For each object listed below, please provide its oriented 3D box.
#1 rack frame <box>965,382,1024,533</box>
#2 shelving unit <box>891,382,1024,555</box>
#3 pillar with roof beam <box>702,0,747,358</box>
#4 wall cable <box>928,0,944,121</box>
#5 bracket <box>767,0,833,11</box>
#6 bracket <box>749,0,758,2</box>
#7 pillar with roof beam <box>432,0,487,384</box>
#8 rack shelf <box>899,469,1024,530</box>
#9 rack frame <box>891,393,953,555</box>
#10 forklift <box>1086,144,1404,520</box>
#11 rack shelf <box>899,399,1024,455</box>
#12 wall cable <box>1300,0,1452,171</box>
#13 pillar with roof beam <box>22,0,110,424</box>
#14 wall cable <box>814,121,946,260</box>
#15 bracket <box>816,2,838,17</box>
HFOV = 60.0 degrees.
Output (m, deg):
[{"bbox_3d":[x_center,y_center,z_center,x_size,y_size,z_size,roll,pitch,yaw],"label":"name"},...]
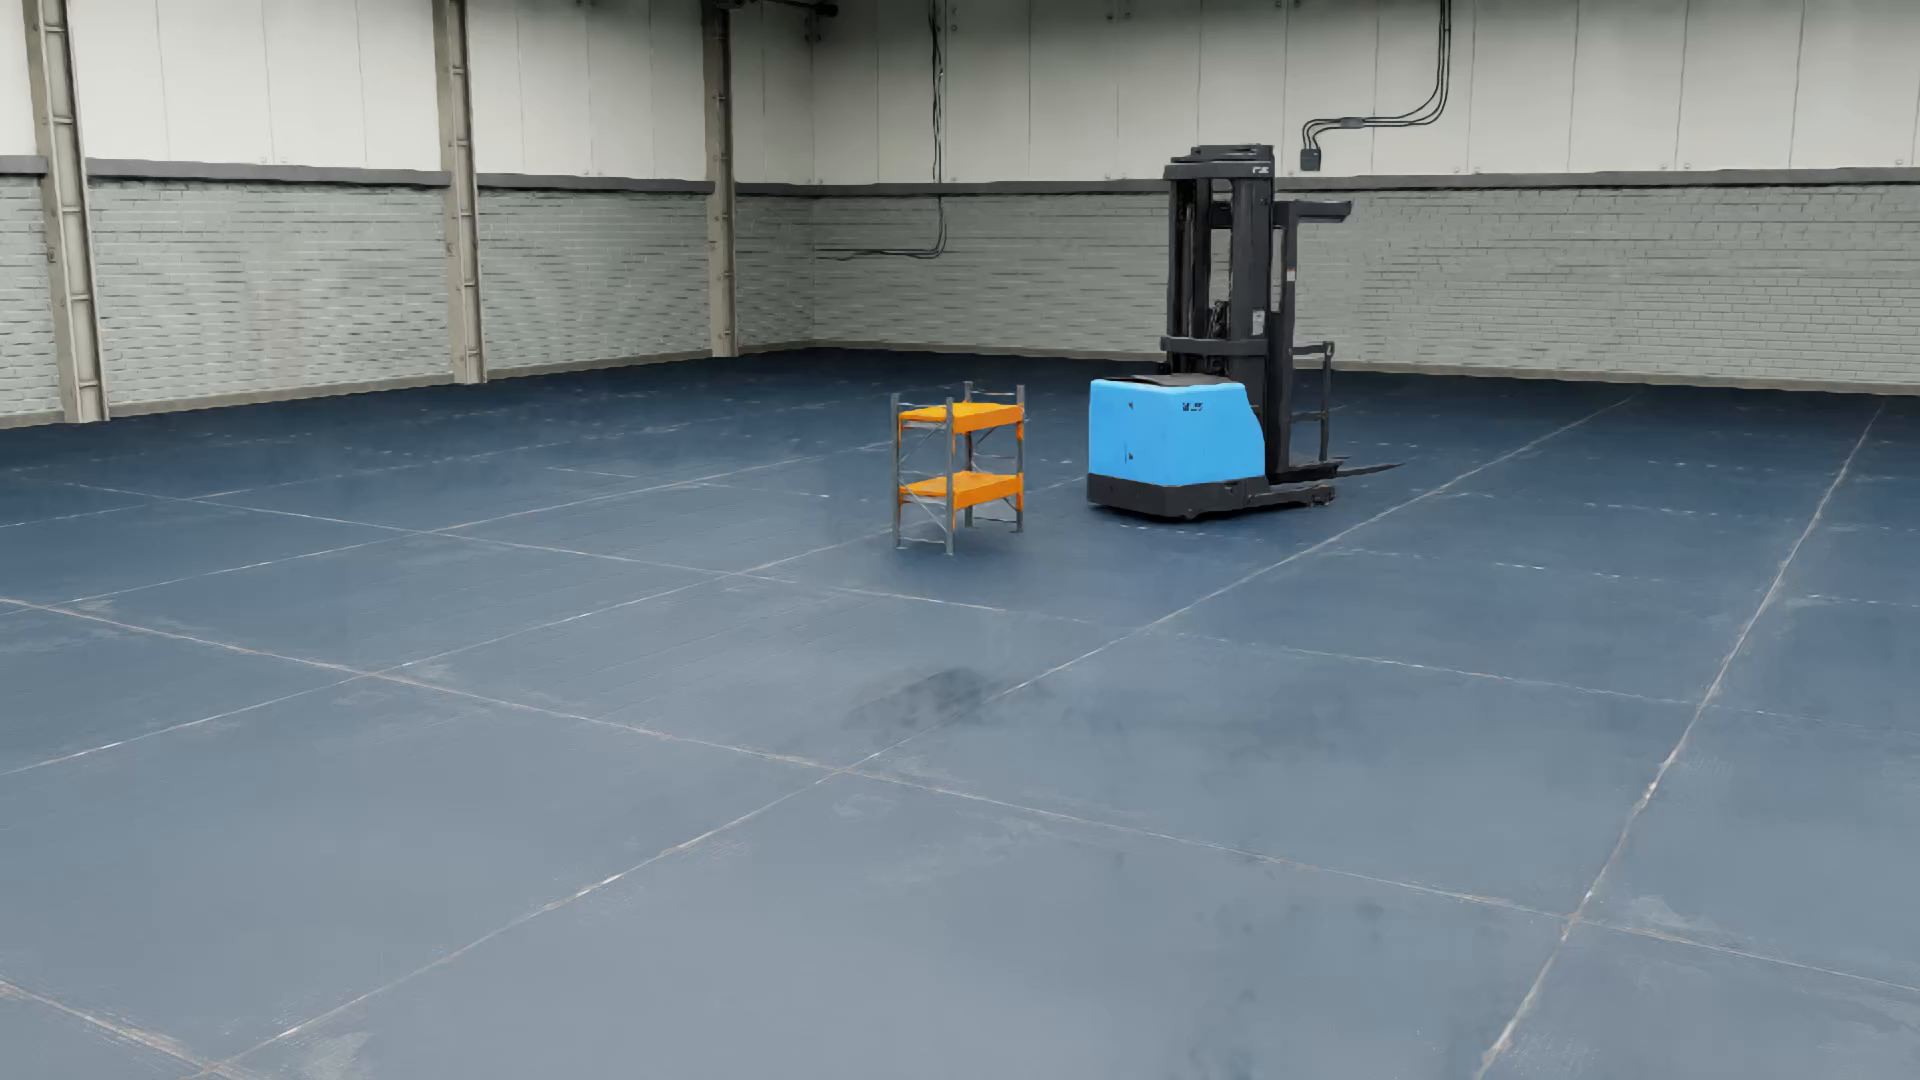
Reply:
[{"bbox_3d":[0.260,-0.632,12.687,0.500,1.125,0.032,6,12,31],"label":"rack frame"},{"bbox_3d":[-0.004,-0.552,12.259,0.538,1.125,1.048,6,12,31],"label":"shelving unit"},{"bbox_3d":[-0.571,-7.320,27.015,9.100,9.000,0.548,6,12,31],"label":"pillar with roof beam"},{"bbox_3d":[0.721,-8.766,29.453,3.097,2.526,0.112,6,12,31],"label":"wall cable"},{"bbox_3d":[-2.808,-9.812,30.543,0.076,0.066,3.189,6,12,31],"label":"bracket"},{"bbox_3d":[-3.732,-9.532,29.048,0.235,0.232,0.430,6,12,31],"label":"bracket"},{"bbox_3d":[-3.686,-6.377,21.975,9.100,9.000,0.400,6,12,31],"label":"pillar with roof beam"},{"bbox_3d":[-0.004,-0.311,12.304,0.538,0.278,1.000,6,12,31],"label":"rack shelf"},{"bbox_3d":[-0.267,-0.472,11.832,0.500,1.125,0.032,6,12,31],"label":"rack frame"},{"bbox_3d":[2.532,-1.785,13.936,3.031,2.935,1.130,-8,13,-36],"label":"forklift"},{"bbox_3d":[-0.004,-0.840,12.206,0.538,0.278,1.000,6,12,31],"label":"rack shelf"},{"bbox_3d":[6.515,-8.831,25.841,2.305,6.003,0.169,6,12,31],"label":"wall cable"},{"bbox_3d":[-6.801,-5.433,16.934,9.100,9.000,0.400,6,12,31],"label":"pillar with roof beam"},{"bbox_3d":[-1.591,-6.542,31.298,3.097,2.526,0.112,6,12,31],"label":"wall cable"},{"bbox_3d":[-2.501,-9.905,31.039,0.235,0.232,0.430,6,12,31],"label":"bracket"}]
